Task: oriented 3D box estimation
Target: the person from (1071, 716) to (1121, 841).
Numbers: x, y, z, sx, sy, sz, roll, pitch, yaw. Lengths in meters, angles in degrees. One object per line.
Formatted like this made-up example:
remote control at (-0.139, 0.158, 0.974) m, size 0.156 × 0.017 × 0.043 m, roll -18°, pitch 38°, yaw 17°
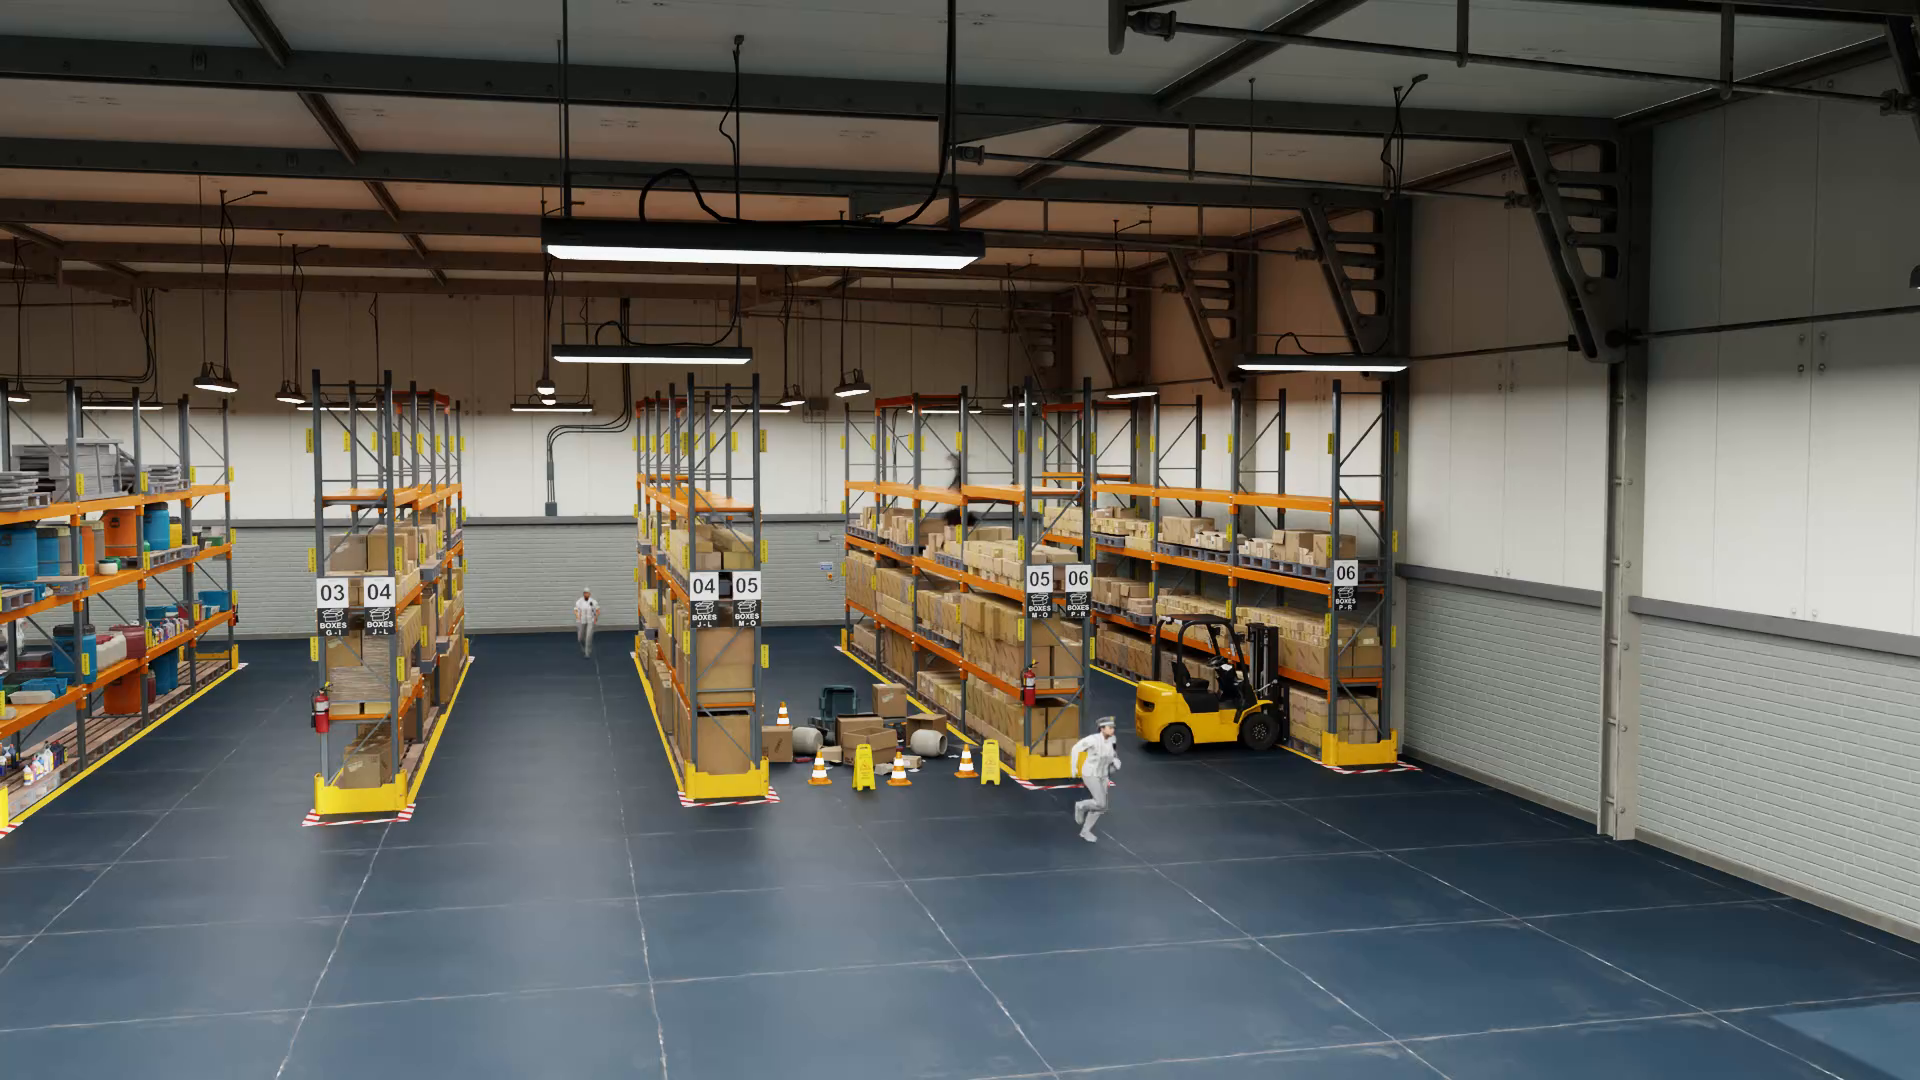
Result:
person at (1.739, 2.998, 20.987) m, size 0.605 × 1.617 × 0.672 m, roll -3°, pitch 5°, yaw -44°

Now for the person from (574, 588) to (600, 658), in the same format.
person at (-8.763, 1.937, 39.056) m, size 0.580 × 1.624 × 0.617 m, roll 0°, pitch 3°, yaw -7°

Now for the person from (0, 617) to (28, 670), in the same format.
person at (-21.004, 2.016, 36.825) m, size 0.545 × 1.766 × 0.774 m, roll 0°, pitch 3°, yaw 1°
